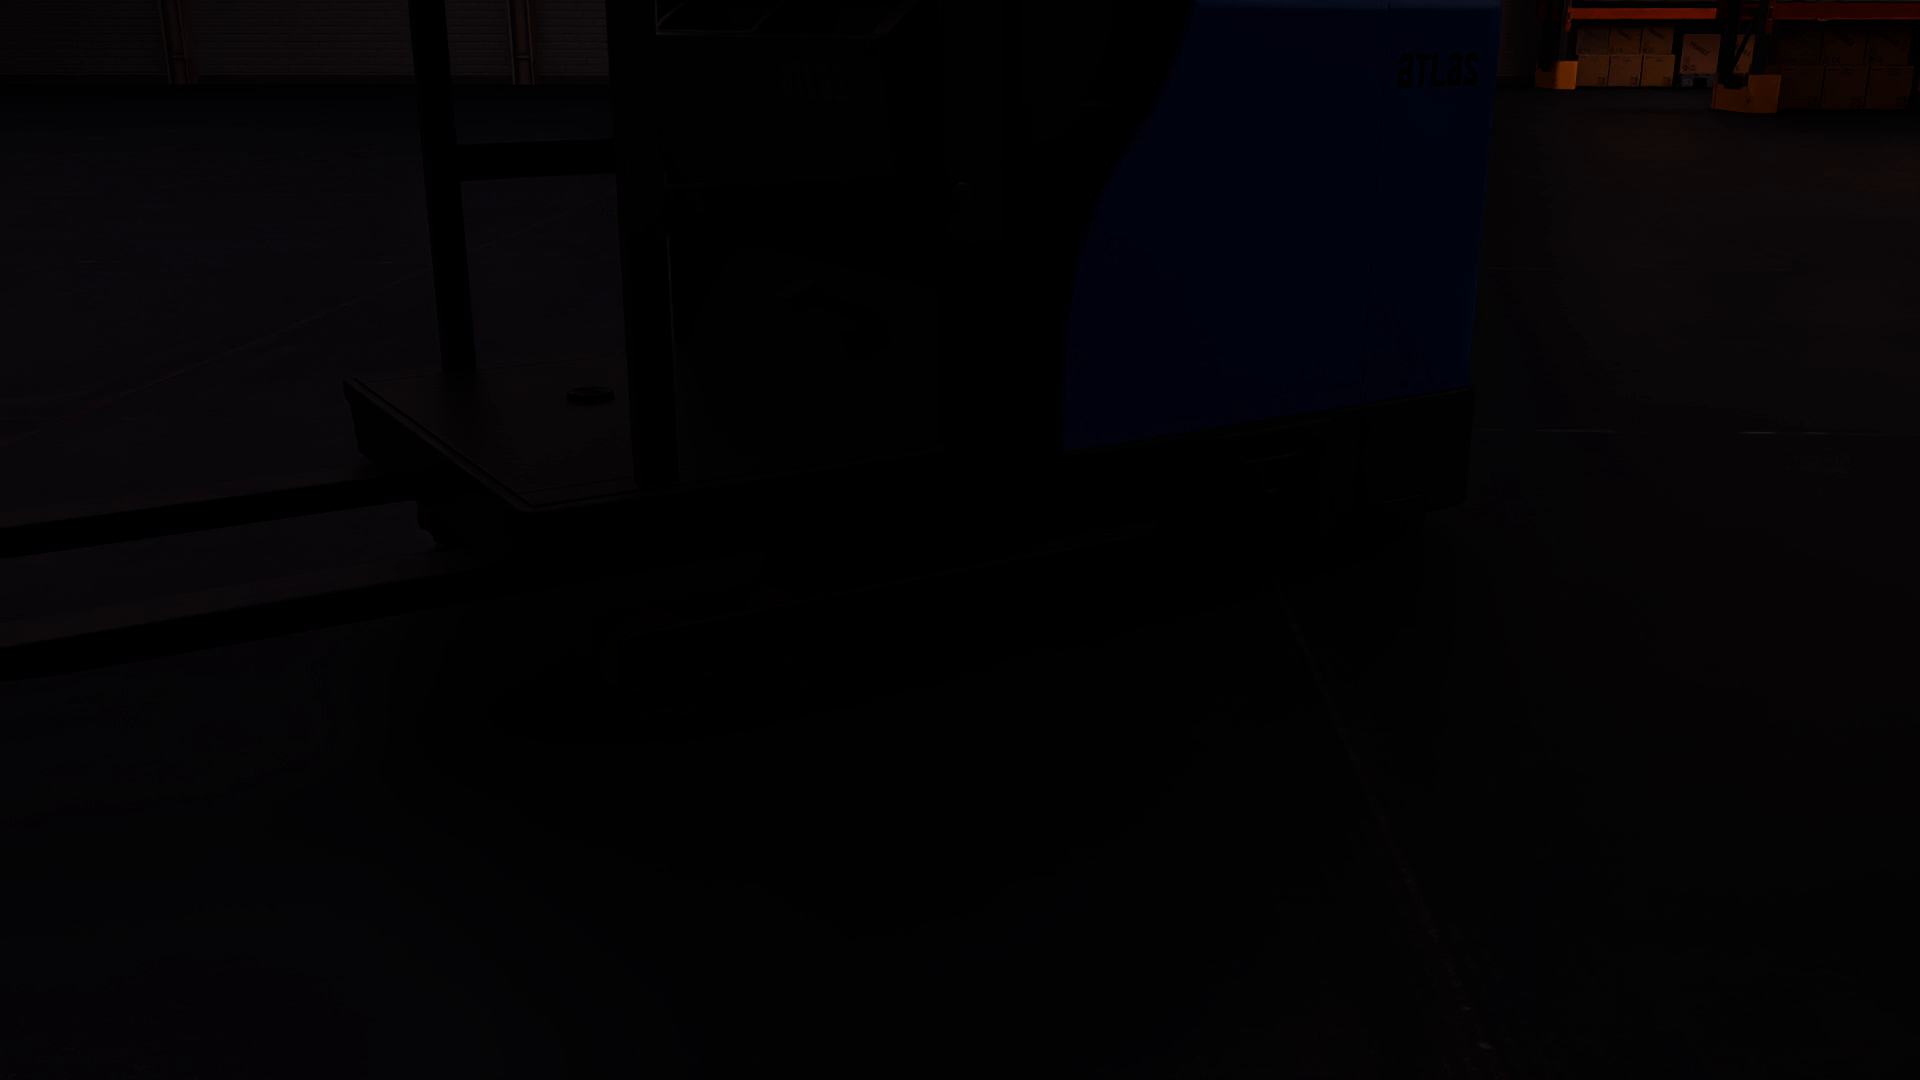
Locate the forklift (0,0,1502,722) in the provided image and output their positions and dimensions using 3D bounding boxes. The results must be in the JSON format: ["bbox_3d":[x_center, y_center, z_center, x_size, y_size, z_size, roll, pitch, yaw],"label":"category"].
[{"bbox_3d":[-0.483,-1.305,2.633,3.031,2.935,1.130,-11,20,-31],"label":"forklift"}]
